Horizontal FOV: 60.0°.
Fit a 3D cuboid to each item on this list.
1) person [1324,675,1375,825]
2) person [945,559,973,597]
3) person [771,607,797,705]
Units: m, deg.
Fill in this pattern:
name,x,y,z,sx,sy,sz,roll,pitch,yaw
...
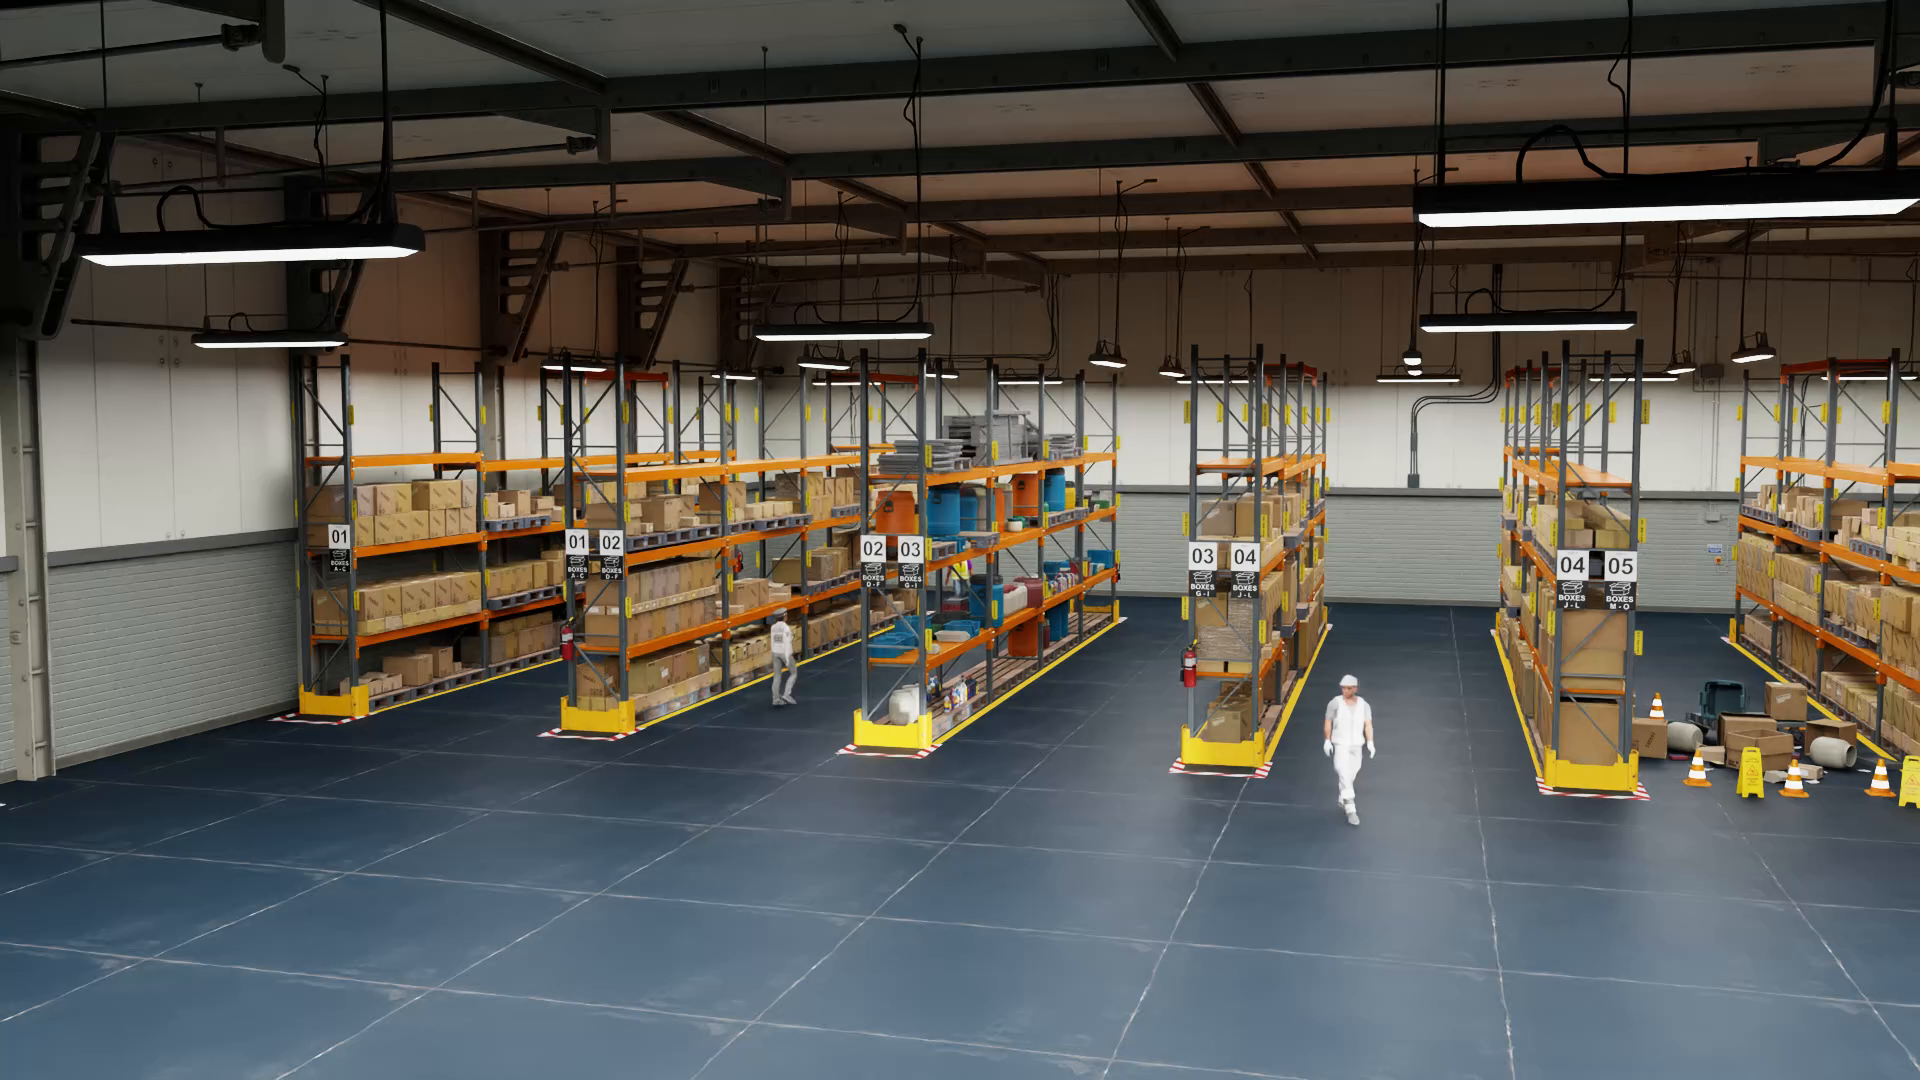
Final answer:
name,x,y,z,sx,sy,sz,roll,pitch,yaw
person,4.851,2.554,20.610,0.551,1.753,0.901,-1,4,-7
person,0.014,0.992,41.648,0.624,1.708,1.024,-1,4,-16
person,-3.093,2.003,28.721,0.497,1.682,0.494,2,5,28
